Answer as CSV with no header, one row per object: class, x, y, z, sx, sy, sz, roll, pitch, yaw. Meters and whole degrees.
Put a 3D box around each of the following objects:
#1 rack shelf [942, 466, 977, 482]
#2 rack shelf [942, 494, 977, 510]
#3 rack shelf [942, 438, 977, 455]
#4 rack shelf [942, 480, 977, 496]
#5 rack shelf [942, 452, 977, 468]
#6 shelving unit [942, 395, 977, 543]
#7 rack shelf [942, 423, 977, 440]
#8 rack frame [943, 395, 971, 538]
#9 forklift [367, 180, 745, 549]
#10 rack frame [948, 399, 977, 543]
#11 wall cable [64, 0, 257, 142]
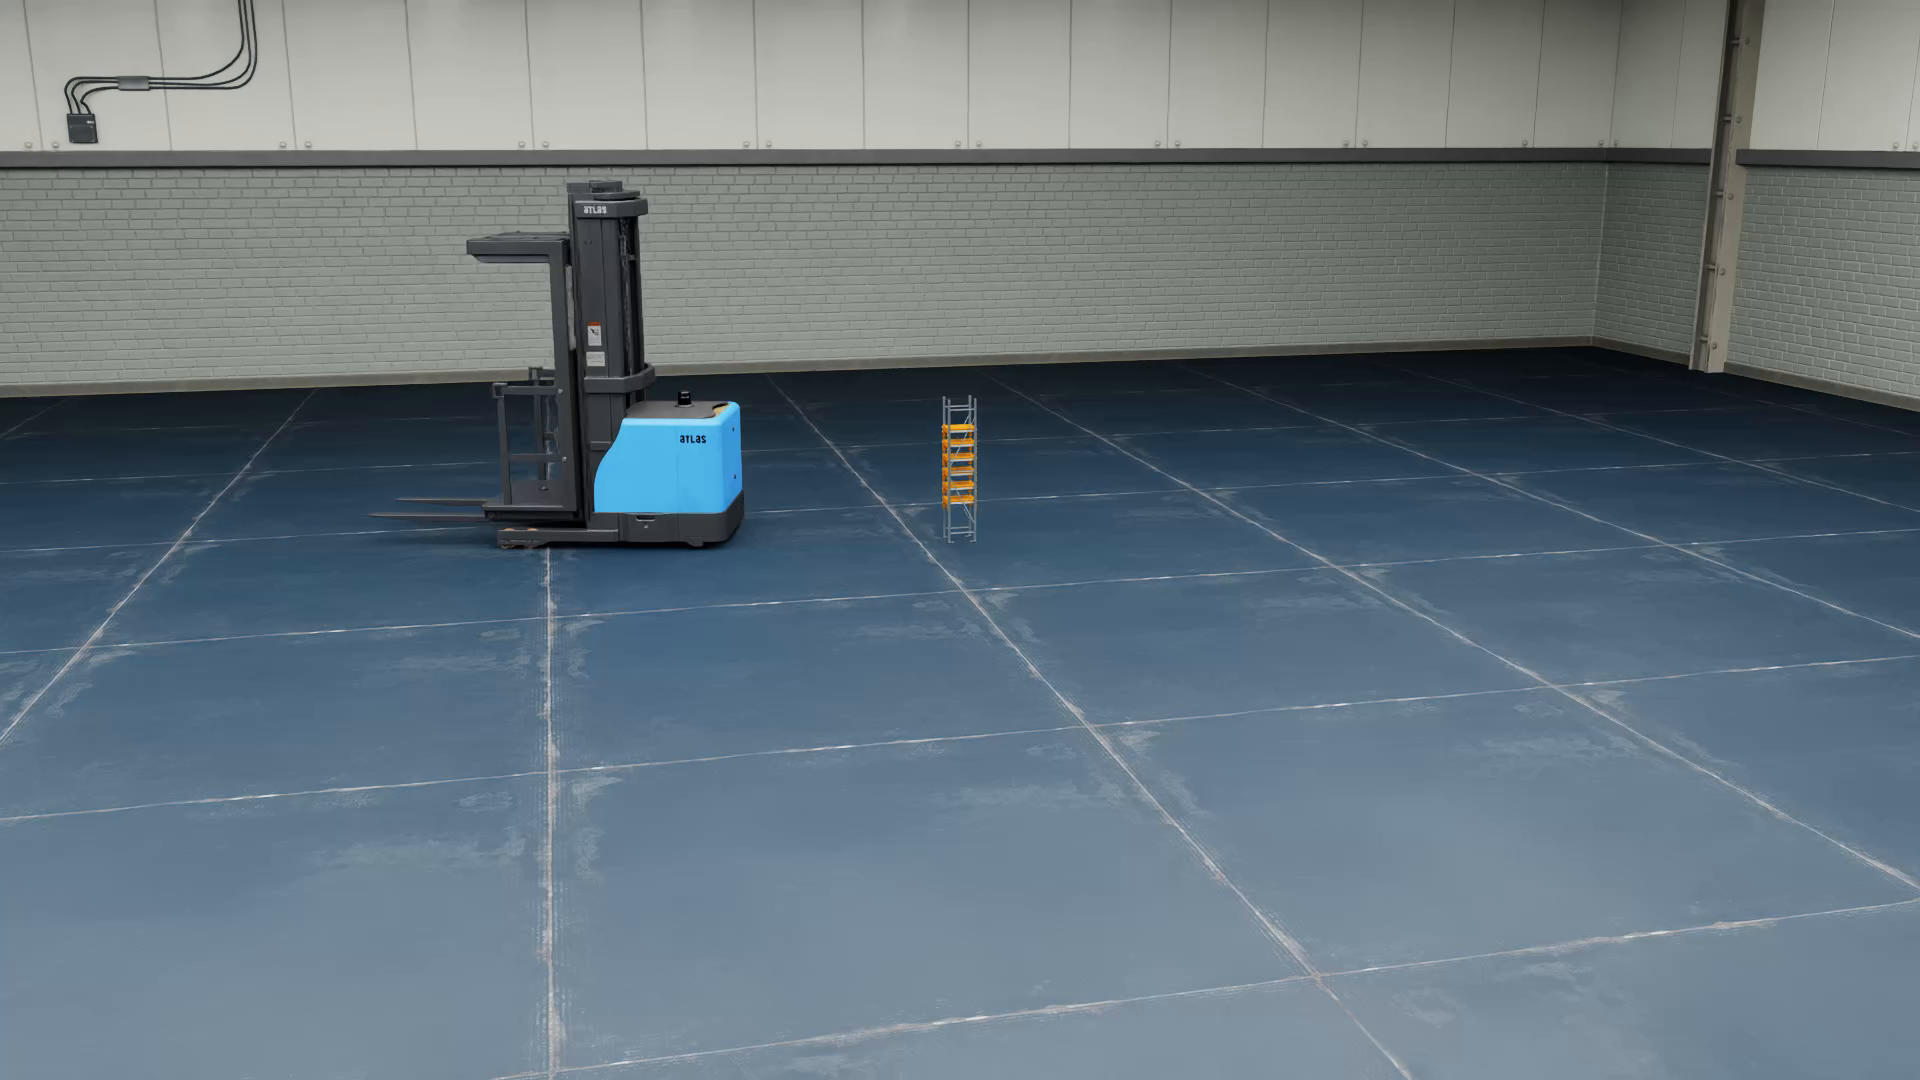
rack shelf,-0.003,-0.543,13.809,0.258,0.103,0.180,-3,14,-13
rack shelf,-0.003,-0.310,13.866,0.258,0.103,0.180,-3,14,-13
rack shelf,-0.003,-0.776,13.752,0.258,0.103,0.180,-3,14,-13
rack shelf,-0.003,-0.426,13.837,0.258,0.103,0.180,-3,14,-13
rack shelf,-0.003,-0.660,13.780,0.258,0.103,0.180,-3,14,-13
shelving unit,-0.003,-0.586,13.798,0.258,1.200,0.189,-3,14,-13
rack shelf,-0.003,-0.893,13.723,0.258,0.103,0.180,-3,14,-13
rack frame,-0.025,-0.607,13.885,0.240,1.200,0.006,-3,14,-13
forklift,-3.407,-1.476,13.792,3.031,2.935,1.130,1,14,2
rack frame,0.018,-0.565,13.712,0.240,1.200,0.006,-3,14,-13
wall cable,-10.068,-7.980,20.463,2.305,6.003,0.169,-3,14,-13
